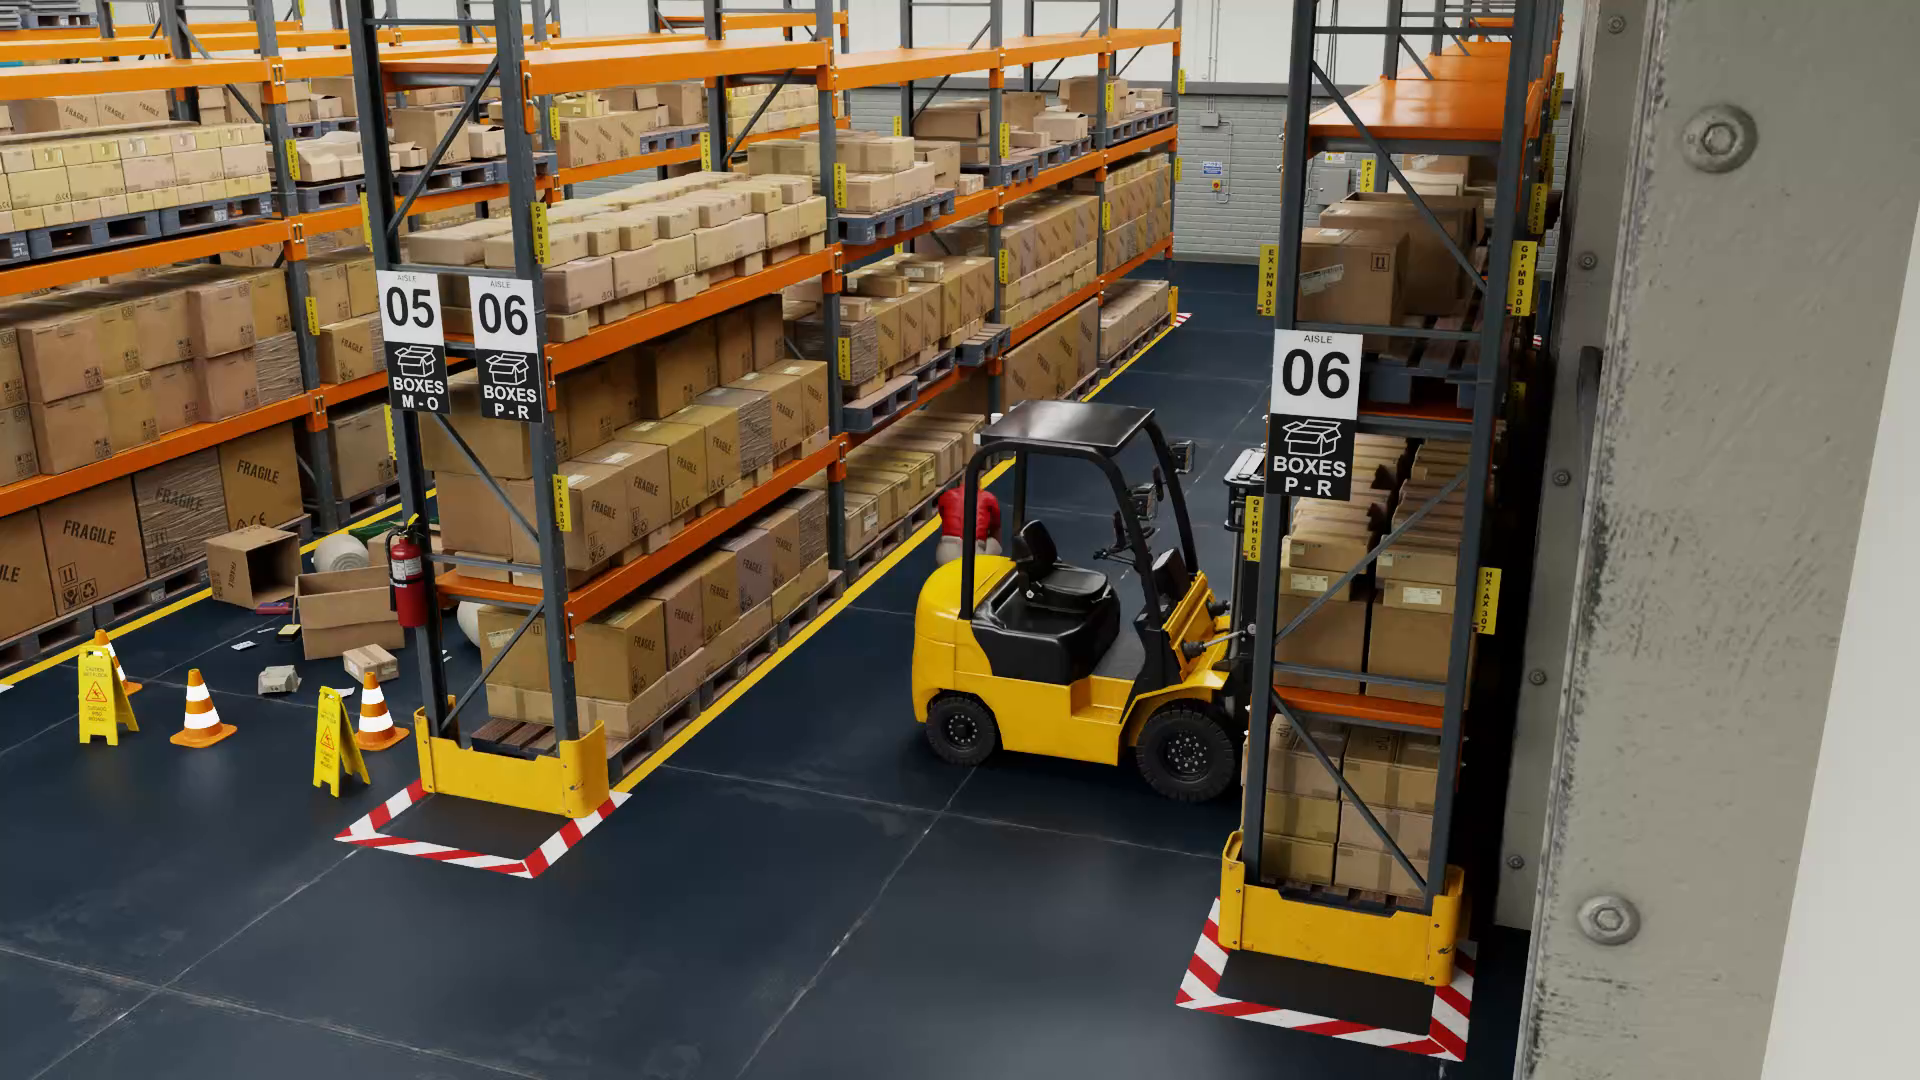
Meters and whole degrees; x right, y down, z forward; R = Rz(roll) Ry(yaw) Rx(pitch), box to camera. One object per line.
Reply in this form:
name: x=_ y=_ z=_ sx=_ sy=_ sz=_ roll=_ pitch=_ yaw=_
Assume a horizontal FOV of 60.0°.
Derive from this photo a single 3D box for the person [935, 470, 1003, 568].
person: x=0.063 y=-0.018 z=13.331 sx=0.530 sy=0.989 sz=0.884 roll=5 pitch=19 yaw=15
